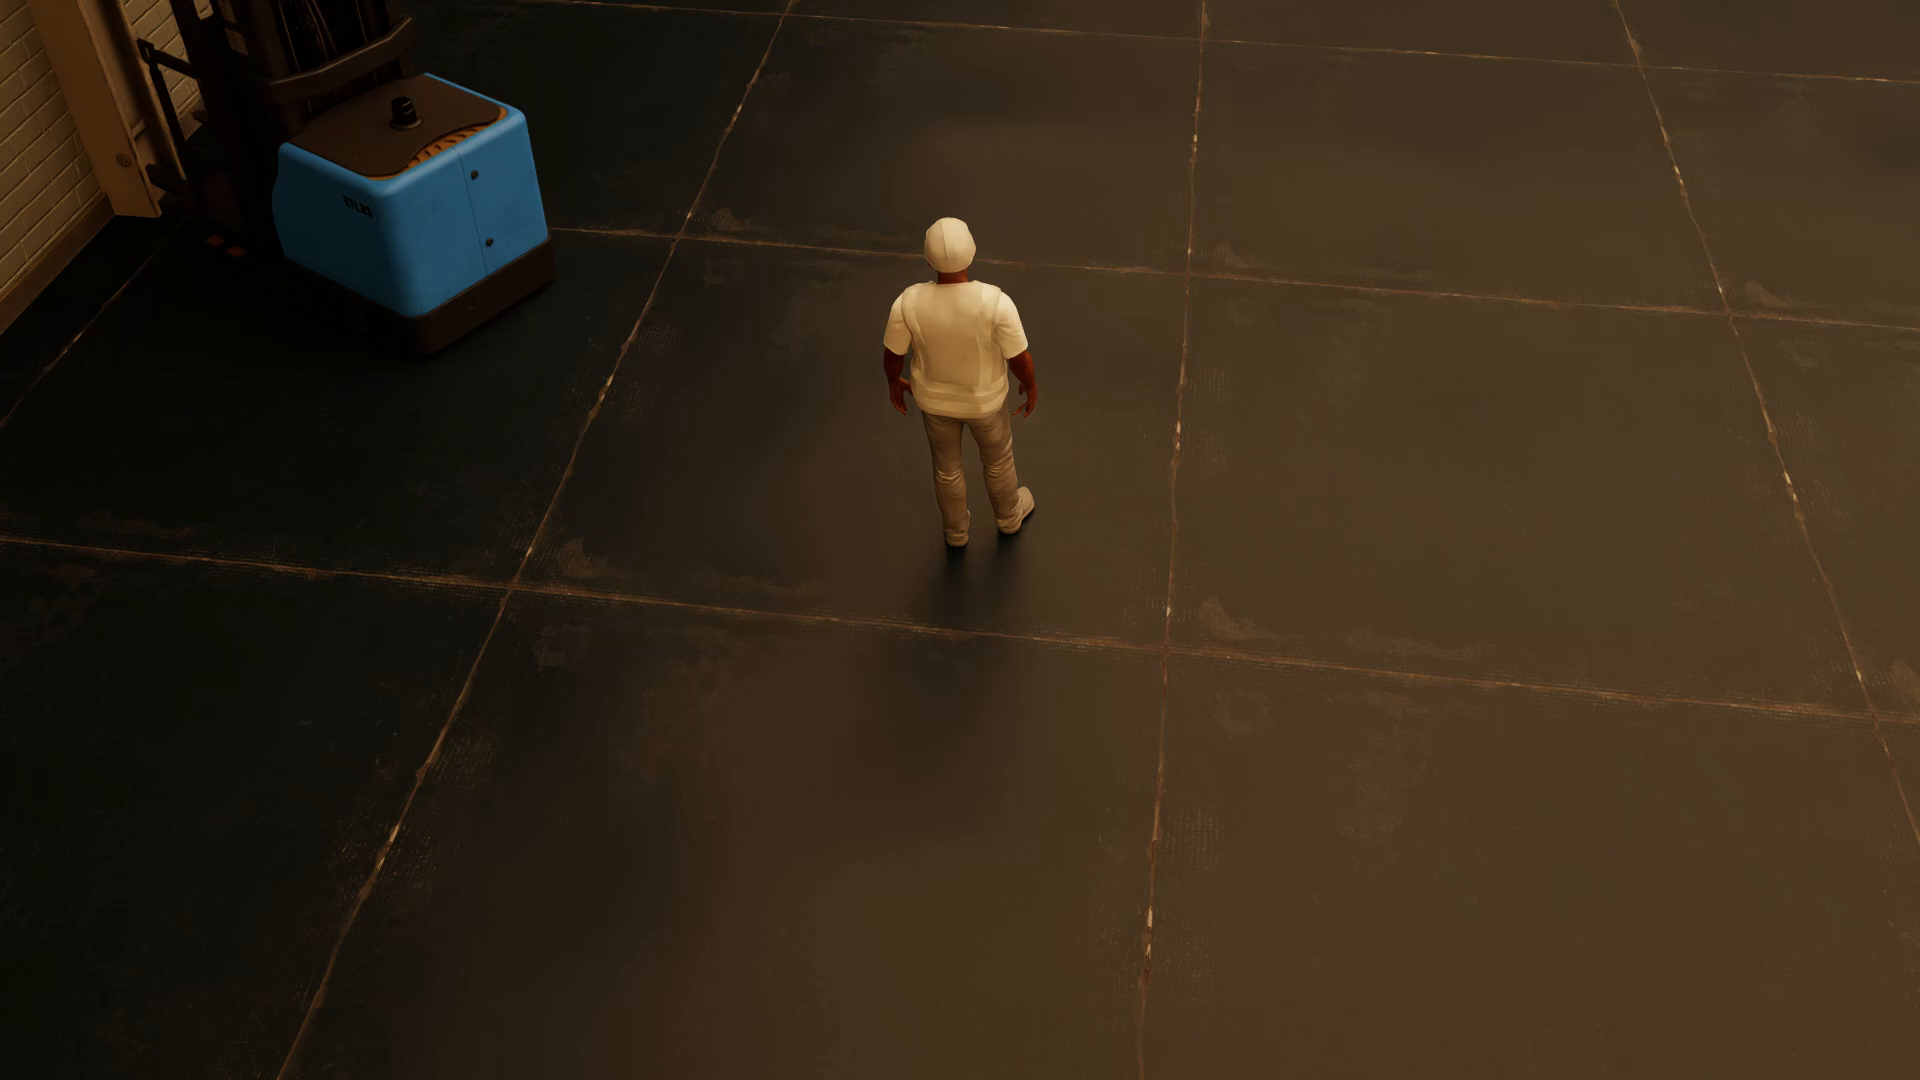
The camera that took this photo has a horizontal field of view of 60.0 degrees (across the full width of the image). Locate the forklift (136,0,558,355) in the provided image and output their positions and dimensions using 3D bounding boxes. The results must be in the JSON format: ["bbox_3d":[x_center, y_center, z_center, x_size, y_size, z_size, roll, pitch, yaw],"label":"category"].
[{"bbox_3d":[-3.777,-2.862,8.840,3.031,2.935,1.130,26,48,25],"label":"forklift"}]

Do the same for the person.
[{"bbox_3d":[0.014,-0.702,7.339,0.666,1.768,0.575,5,43,6],"label":"person"}]
